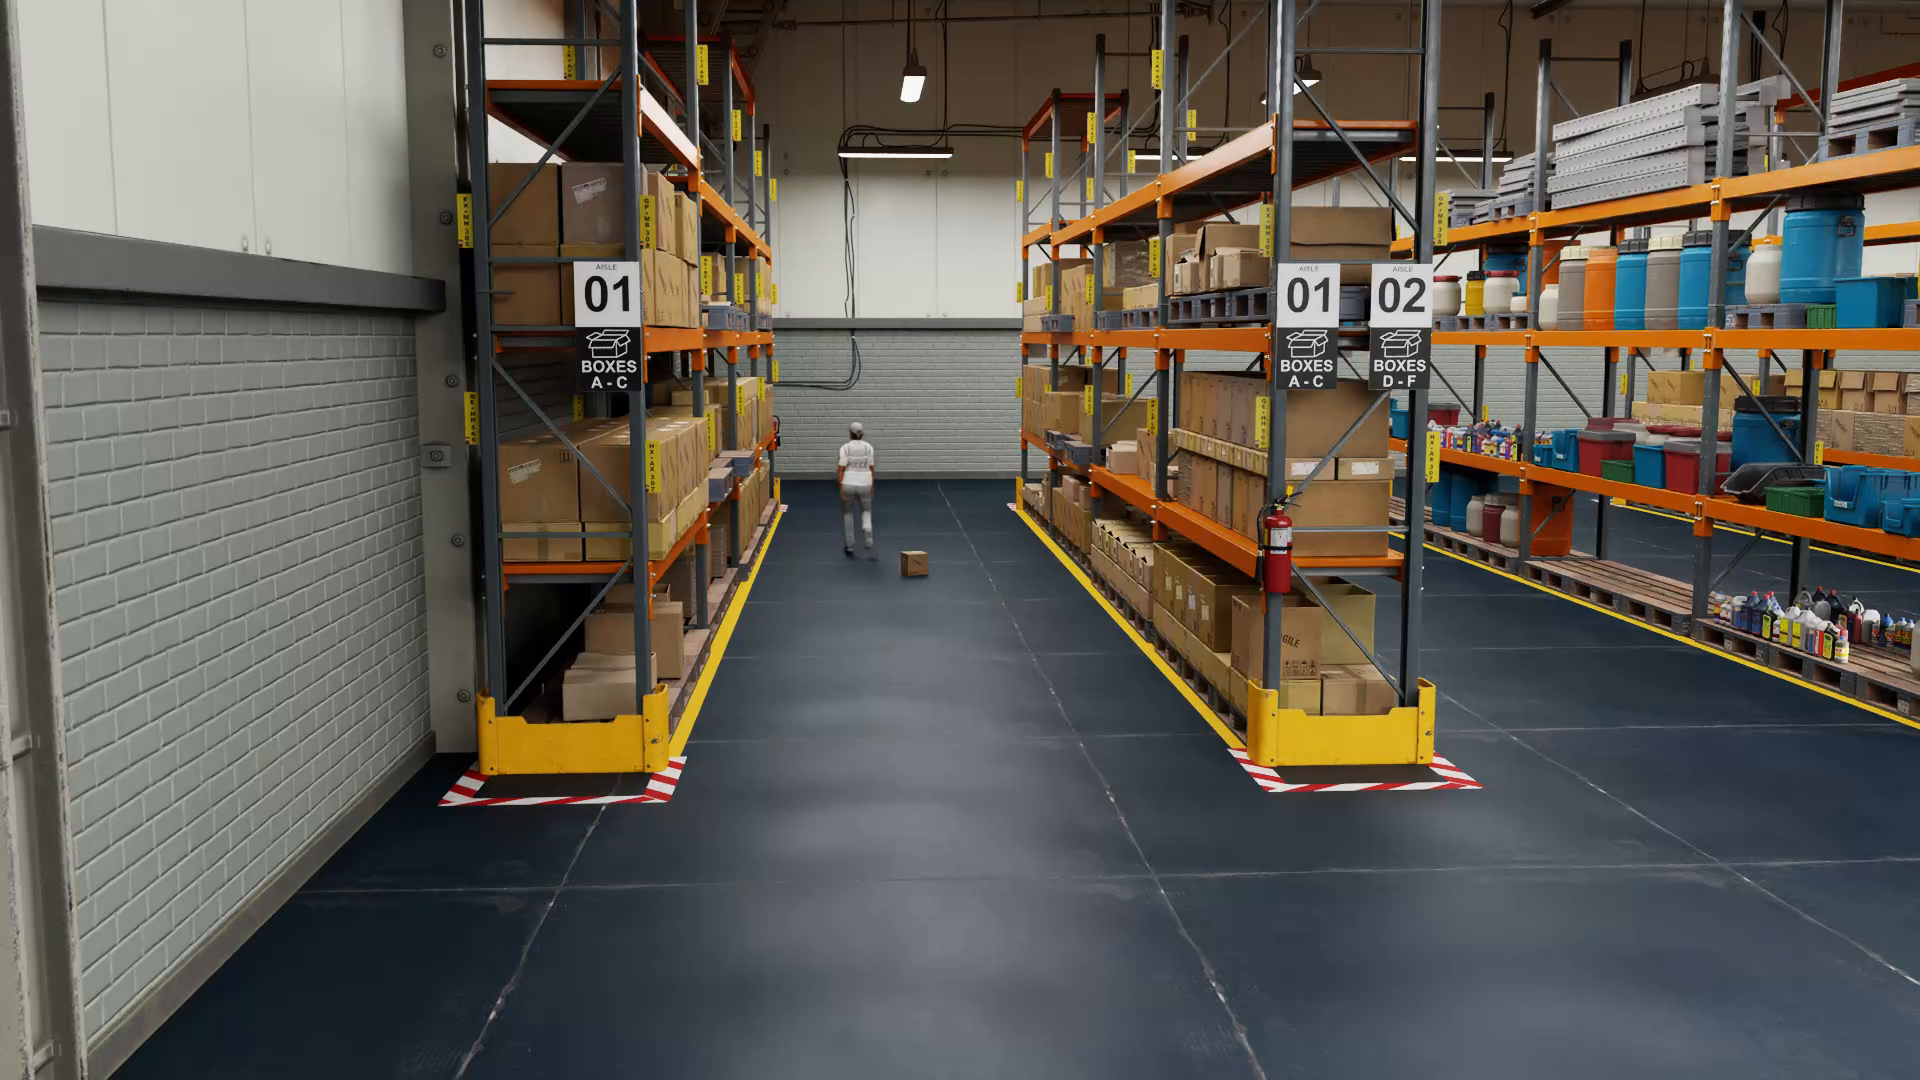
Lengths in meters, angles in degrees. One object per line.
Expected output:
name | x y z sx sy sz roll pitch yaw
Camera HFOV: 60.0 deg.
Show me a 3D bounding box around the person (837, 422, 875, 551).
person | -1.311 -0.665 21.035 0.483 1.648 0.591 -1 7 -12
